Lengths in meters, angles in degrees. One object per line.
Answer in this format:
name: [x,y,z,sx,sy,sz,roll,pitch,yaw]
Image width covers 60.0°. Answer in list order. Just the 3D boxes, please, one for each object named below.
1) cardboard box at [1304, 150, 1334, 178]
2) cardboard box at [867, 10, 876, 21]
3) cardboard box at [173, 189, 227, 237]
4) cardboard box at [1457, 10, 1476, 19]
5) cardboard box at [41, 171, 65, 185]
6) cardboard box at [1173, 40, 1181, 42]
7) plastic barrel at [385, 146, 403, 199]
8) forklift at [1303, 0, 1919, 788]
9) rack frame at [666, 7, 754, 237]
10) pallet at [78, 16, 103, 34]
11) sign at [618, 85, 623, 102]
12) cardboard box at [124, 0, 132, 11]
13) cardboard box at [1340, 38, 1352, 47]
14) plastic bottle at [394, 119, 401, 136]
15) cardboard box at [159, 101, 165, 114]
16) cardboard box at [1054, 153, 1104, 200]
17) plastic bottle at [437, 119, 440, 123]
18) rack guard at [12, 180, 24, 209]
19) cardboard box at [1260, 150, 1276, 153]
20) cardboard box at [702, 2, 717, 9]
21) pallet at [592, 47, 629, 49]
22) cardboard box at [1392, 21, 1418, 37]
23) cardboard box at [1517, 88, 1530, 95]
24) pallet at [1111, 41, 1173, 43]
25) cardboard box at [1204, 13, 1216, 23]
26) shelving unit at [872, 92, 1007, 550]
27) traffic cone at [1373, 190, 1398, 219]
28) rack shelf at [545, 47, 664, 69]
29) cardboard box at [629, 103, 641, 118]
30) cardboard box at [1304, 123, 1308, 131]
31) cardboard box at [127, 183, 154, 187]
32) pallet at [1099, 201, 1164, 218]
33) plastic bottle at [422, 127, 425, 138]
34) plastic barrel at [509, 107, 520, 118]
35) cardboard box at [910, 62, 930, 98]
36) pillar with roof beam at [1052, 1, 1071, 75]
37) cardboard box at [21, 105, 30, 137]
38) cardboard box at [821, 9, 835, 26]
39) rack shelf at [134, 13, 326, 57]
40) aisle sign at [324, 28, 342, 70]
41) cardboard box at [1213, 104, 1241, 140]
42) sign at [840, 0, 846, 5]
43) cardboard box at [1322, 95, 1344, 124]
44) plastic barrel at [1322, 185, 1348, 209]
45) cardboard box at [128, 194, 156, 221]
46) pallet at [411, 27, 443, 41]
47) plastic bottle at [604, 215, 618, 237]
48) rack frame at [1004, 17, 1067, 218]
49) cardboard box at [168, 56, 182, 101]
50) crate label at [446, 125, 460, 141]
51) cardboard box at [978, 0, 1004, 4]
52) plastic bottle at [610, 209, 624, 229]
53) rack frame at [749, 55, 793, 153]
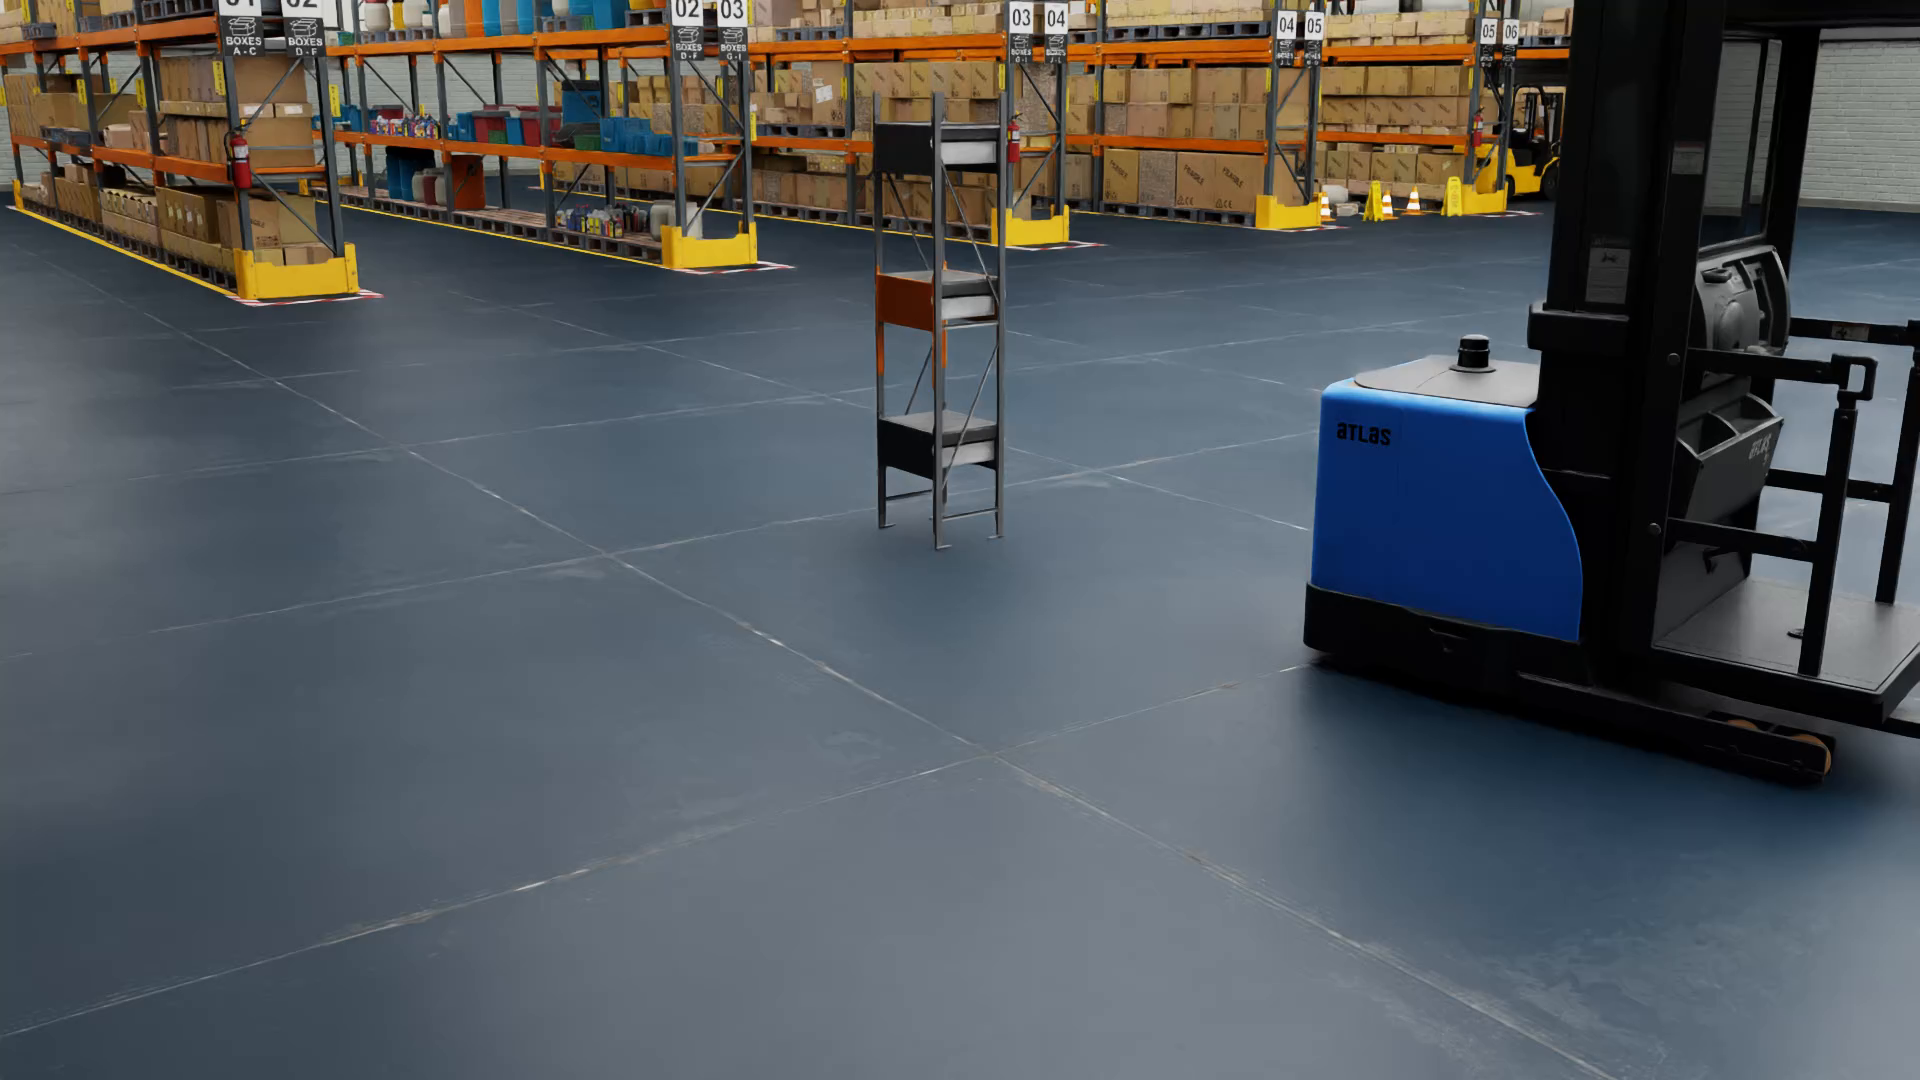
cardboard box: [6.819,-7.047,31.134,0.500,0.500,0.500,-10,18,-32]
cardboard box: [-1.172,-7.842,24.893,0.380,0.149,0.250,-12,19,-37]
cardboard box: [-8.733,-3.779,19.193,0.500,0.500,0.500,-11,19,-35]
cardboard box: [8.605,-8.859,28.047,0.380,0.149,0.250,-11,19,-34]
cardboard box: [-15.153,-6.019,28.280,0.797,0.503,0.637,-11,19,-35]
cardboard box: [4.537,-10.065,33.740,0.396,0.266,0.258,-11,19,-35]
plastic barrel: [-9.729,-6.450,29.139,0.600,0.901,0.708,-11,19,-35]
forklift: [2.763,-0.792,5.418,3.031,2.935,1.130,13,20,39]
rack frame: [-2.980,-4.816,19.990,1.000,3.000,0.127,-11,19,-35]
pallet: [-11.221,-6.981,22.575,1.213,0.211,1.003,-10,18,-32]
sign: [-6.477,-8.516,31.720,0.100,0.325,0.005,-11,19,-35]
cardboard box: [-10.415,-6.897,21.399,0.500,0.250,0.500,-13,20,-39]
cardboard box: [7.134,-9.038,30.210,0.380,0.149,0.250,-10,18,-33]
plastic bottle: [-9.391,-6.913,27.888,0.152,0.276,0.135,-11,19,-35]
cardboard box: [-9.339,-5.176,19.886,0.380,0.149,0.250,-11,19,-35]
cardboard box: [2.308,-6.423,29.328,1.050,0.750,0.750,-11,19,-35]
plastic bottle: [-8.816,-7.021,28.280,0.152,0.276,0.135,-11,19,-35]
rack guard: [-16.352,-6.242,29.937,1.175,0.500,0.348,-11,19,-35]
cardboard box: [7.333,-8.876,38.764,0.500,0.500,0.500,-10,18,-32]
cardboard box: [-4.094,-9.111,29.010,0.797,0.503,0.637,-10,18,-31]
pallet: [-7.215,-9.988,33.372,1.003,0.211,1.213,-11,19,-35]
cardboard box: [7.920,-8.926,29.045,0.500,0.250,0.500,-10,18,-33]
cardboard box: [11.278,-8.922,33.009,0.380,0.149,0.250,-11,19,-35]
pallet: [3.917,-10.316,34.761,1.213,0.211,1.003,-10,18,-32]
cardboard box: [4.030,-8.145,25.963,0.380,0.149,0.250,-11,19,-35]
shelving unit: [-0.097,-1.048,7.928,0.431,2.100,0.503,-11,19,-35]
traffic cone: [7.048,-5.546,27.463,0.336,0.463,0.334,-11,19,-35]
rack shelf: [-7.205,-9.674,33.420,1.077,0.370,4.000,-11,19,-35]
cardboard box: [-5.961,-8.058,31.647,0.500,0.500,0.500,-11,19,-34]
cardboard box: [6.616,-7.739,31.145,0.380,0.149,0.250,-11,19,-35]
cardboard box: [-12.041,-5.015,24.619,0.500,0.500,0.500,-12,19,-37]
pallet: [3.130,-5.668,28.384,1.003,0.211,1.213,-11,19,-35]
plastic bottle: [-8.627,-6.588,26.839,0.097,0.201,0.097,0,15,0]
plastic barrel: [-6.658,-6.302,25.206,0.421,0.512,0.421,0,15,0]
cardboard box: [-0.375,-6.659,24.076,0.500,0.500,0.500,-11,19,-35]
pillar with roof beam: [-0.691,-14.252,43.101,9.100,9.000,0.400,-11,19,-35]
cardboard box: [-15.456,-7.053,27.974,0.500,0.500,0.500,-11,19,-34]
cardboard box: [-1.959,-8.209,26.162,0.396,0.266,0.258,-10,18,-33]
rack shelf: [-8.165,-5.575,18.443,1.077,0.370,4.000,-11,19,-35]
aisle sign: [-12.193,-9.547,32.352,0.394,0.787,0.004,-11,19,-35]
cardboard box: [4.502,-6.592,26.193,0.875,0.550,0.550,-11,19,-35]
sign: [-1.772,-8.238,25.085,0.100,0.325,0.005,-11,19,-35]
cardboard box: [7.038,-7.928,30.607,0.500,0.500,0.500,-11,19,-35]
plastic barrel: [6.603,-6.086,29.512,0.512,0.421,0.421,1,15,4]
cardboard box: [-10.413,-4.308,21.484,0.500,0.311,0.500,-11,19,-35]
pallet: [-8.054,-8.058,26.512,1.003,0.211,1.213,-11,19,-35]
plastic bottle: [-4.540,-4.097,21.687,0.152,0.276,0.135,-11,19,-34]
rack frame: [1.026,-5.585,22.798,1.000,3.000,0.127,-11,19,-35]
cardboard box: [-8.777,-5.374,19.383,0.700,0.500,0.500,-11,19,-35]
crate label: [-7.739,-6.295,25.712,0.303,0.233,0.416,-11,19,-35]
cardboard box: [0.372,-7.823,23.595,0.500,0.500,0.500,-11,19,-35]
plastic bottle: [-4.712,-4.406,22.819,0.152,0.276,0.135,-11,19,-35]
rack frame: [-4.310,-9.749,38.015,1.000,3.000,0.127,-11,19,-35]
